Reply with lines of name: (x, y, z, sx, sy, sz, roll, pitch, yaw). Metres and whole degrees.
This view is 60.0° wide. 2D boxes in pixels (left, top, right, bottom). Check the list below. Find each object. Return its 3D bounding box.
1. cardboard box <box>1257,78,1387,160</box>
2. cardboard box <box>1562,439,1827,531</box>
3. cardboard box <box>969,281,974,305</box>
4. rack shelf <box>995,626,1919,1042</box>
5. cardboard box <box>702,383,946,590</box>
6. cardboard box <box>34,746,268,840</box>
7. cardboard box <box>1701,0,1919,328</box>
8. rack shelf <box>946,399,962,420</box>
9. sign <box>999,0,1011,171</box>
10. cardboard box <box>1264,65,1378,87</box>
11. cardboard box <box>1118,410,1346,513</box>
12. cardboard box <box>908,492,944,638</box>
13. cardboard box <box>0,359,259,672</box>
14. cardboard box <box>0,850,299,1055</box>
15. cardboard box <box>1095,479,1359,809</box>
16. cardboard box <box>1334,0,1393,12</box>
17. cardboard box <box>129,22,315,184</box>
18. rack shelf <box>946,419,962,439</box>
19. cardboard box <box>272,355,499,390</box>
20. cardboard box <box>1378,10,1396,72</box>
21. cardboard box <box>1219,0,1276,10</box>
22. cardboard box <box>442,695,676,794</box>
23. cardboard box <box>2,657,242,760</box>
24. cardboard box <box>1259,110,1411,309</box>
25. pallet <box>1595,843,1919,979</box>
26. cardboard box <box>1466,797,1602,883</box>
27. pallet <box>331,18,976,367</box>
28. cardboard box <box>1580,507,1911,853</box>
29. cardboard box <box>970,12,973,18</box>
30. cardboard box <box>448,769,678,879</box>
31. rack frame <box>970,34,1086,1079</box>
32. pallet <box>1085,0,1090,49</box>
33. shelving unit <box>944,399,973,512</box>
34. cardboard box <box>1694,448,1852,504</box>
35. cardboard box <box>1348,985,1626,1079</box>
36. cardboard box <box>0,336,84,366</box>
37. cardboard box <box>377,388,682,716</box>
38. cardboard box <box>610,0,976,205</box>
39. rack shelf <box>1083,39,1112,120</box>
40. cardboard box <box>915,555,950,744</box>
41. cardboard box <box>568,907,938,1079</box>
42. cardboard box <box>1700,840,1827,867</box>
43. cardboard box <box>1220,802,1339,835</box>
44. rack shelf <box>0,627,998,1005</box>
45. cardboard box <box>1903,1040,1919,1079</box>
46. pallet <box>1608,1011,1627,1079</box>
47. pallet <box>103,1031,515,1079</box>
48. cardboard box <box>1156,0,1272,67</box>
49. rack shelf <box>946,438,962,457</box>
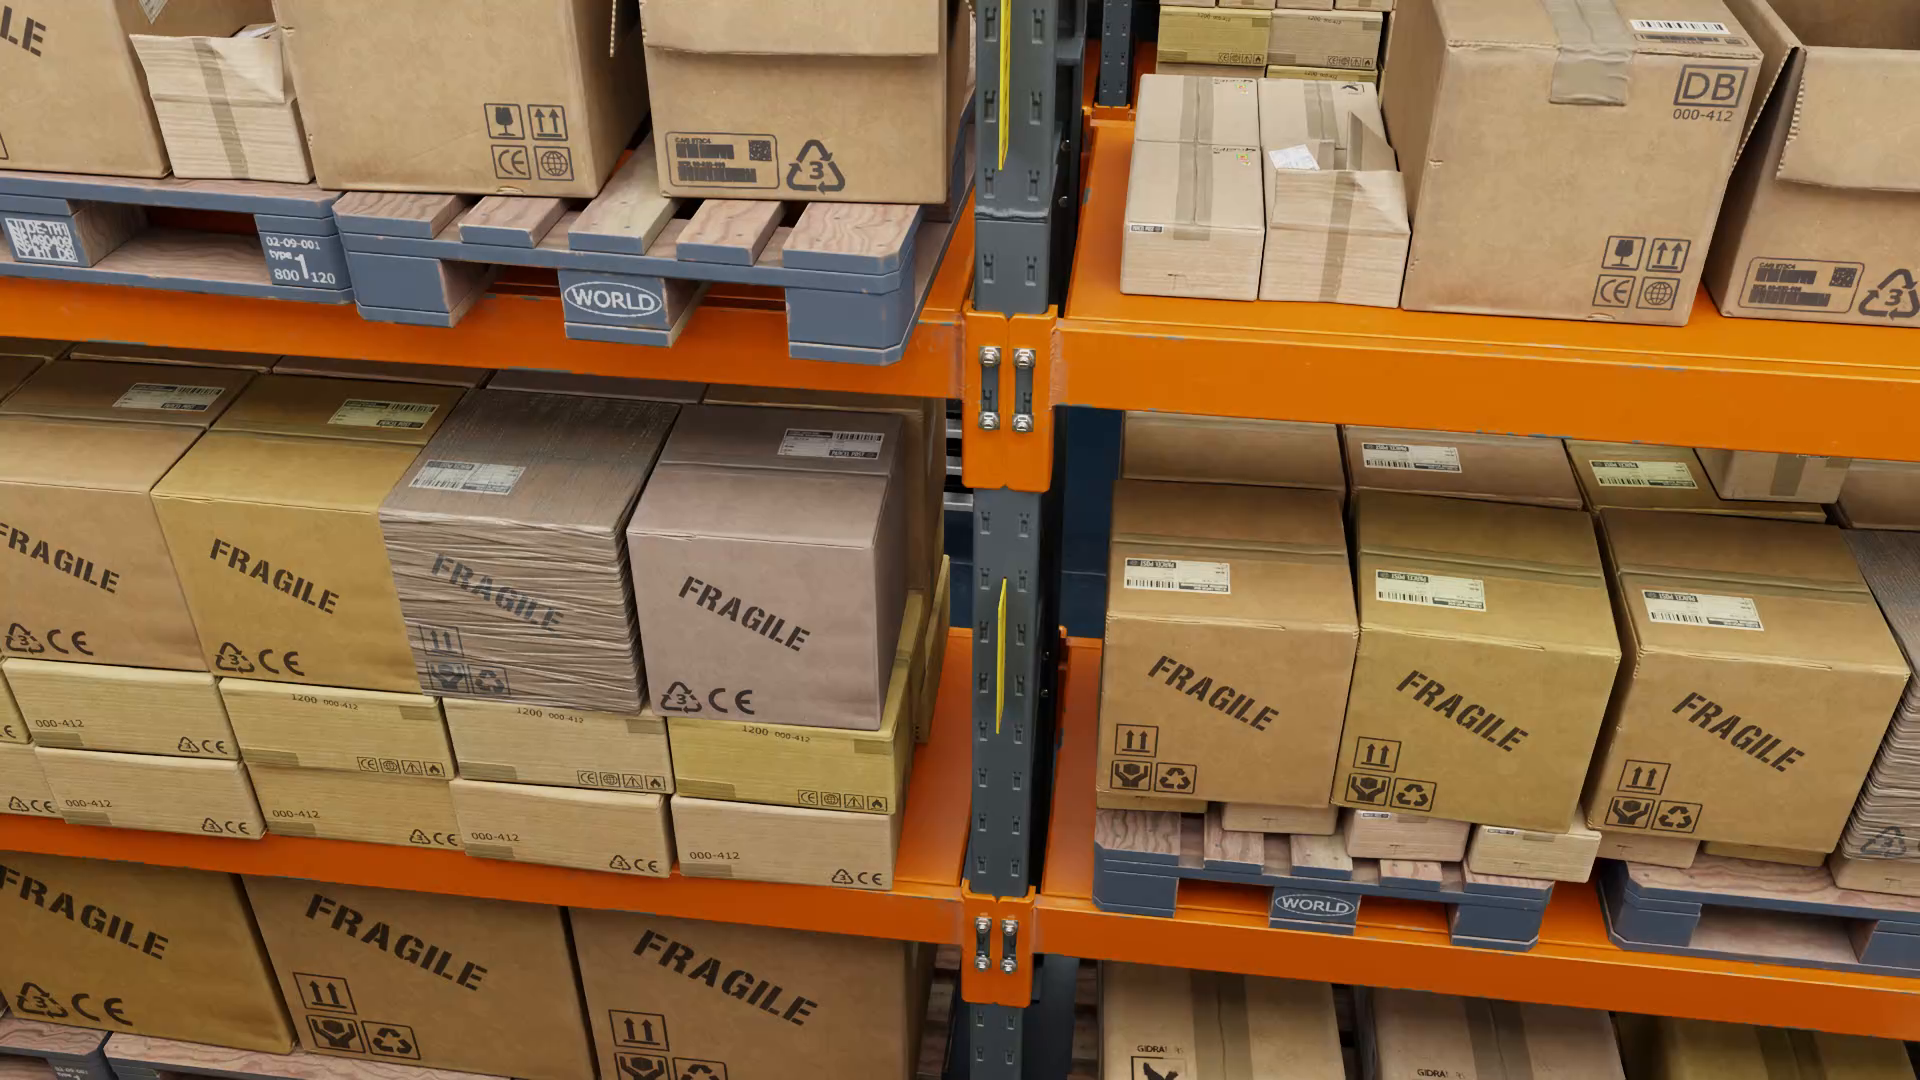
cardboard box: (0.737, -0.815, 3.444, 0.250, 0.149, 0.380, 4, 36, 6)
cardboard box: (1.651, -0.003, 3.969, 0.500, 0.500, 0.500, 2, 36, 3)
cardboard box: (0.332, -1.534, 8.607, 0.500, 0.500, 0.500, 5, 36, 7)
rack shelf: (2.134, 0.828, 4.127, 4.000, 0.370, 1.077, 4, 36, 6)
cardboard box: (-0.308, -0.238, 4.054, 0.500, 0.500, 0.500, 3, 36, 4)
cardboard box: (-1.900, 0.464, 4.147, 0.500, 0.250, 0.500, 4, 36, 5)
cardboard box: (1.667, -0.779, 3.089, 0.637, 0.503, 0.797, 4, 36, 6)
rack shelf: (-0.008, -0.560, 6.852, 0.200, 0.077, 0.258, 4, 36, 6)
sign: (0.071, -0.757, 2.633, 0.005, 0.325, 0.100, 4, 36, 6)
cardboard box: (1.686, -2.198, 7.877, 0.500, 0.250, 0.500, 4, 36, 5)
cardboard box: (0.637, -0.072, 4.065, 0.500, 0.500, 0.500, 3, 36, 5)
cardboard box: (-0.321, 0.065, 4.276, 0.500, 0.250, 0.500, 4, 36, 6)
cardboard box: (-1.899, -0.063, 3.810, 0.500, 0.500, 0.500, 4, 36, 5)
cardboard box: (-2.295, 0.847, 4.948, 0.875, 0.875, 0.875, 5, 36, 7)
cardboard box: (0.567, 0.221, 3.654, 0.500, 0.500, 0.500, 3, 36, 5)
cardboard box: (1.841, -2.549, 7.595, 0.250, 0.149, 0.380, 5, 36, 6)
cardboard box: (-1.260, -0.850, 3.031, 0.258, 0.266, 0.396, 3, 36, 5)
rack shelf: (-0.008, -0.486, 6.904, 0.200, 0.077, 0.258, 4, 36, 6)
cardboard box: (-1.312, -0.316, 4.164, 0.500, 0.500, 0.500, 5, 36, 7)
cardboard box: (2.201, -2.355, 7.666, 0.500, 0.250, 0.500, 3, 36, 5)
cardboard box: (1.322, -2.565, 7.618, 0.250, 0.149, 0.380, 5, 36, 7)
cardboard box: (-0.872, 0.320, 3.919, 0.500, 0.250, 0.500, 3, 36, 5)
cardboard box: (-1.897, 0.255, 4.009, 0.500, 0.250, 0.500, 3, 36, 5)
cardboard box: (0.694, -0.639, 3.097, 0.258, 0.266, 0.396, 4, 36, 6)
pallet: (2.119, 0.588, 4.009, 1.213, 0.211, 1.003, 4, 36, 6)
cardboard box: (1.261, 0.569, 3.725, 0.250, 0.149, 0.380, 4, 36, 6)
pallet: (-0.495, -0.774, 3.333, 1.003, 0.211, 1.213, 6, 36, 8)
cardboard box: (1.612, 0.291, 3.556, 0.500, 0.500, 0.500, 5, 36, 7)
cardboard box: (0.078, -2.369, 7.842, 0.250, 0.149, 0.380, 5, 36, 7)
cardboard box: (-0.893, 0.532, 4.052, 0.500, 0.250, 0.500, 5, 36, 7)
rack frame: (0.150, 0.387, 4.125, 0.127, 3.000, 1.000, 4, 36, 6)
pallet: (0.098, -2.405, 8.202, 1.003, 0.211, 1.213, 4, 36, 6)
shelving unit: (-0.008, -0.367, 6.989, 0.210, 0.900, 0.258, 4, 36, 6)
cardboard box: (1.809, -0.251, 3.757, 0.250, 0.149, 0.380, 3, 36, 4)
cardboard box: (1.442, 1.383, 4.630, 0.625, 0.372, 0.950, 4, 36, 5)
cardboard box: (-2.328, -0.385, 4.261, 0.500, 0.500, 0.500, 5, 36, 7)
cardboard box: (-0.906, 0.019, 3.695, 0.500, 0.500, 0.500, 5, 36, 7)
cardboard box: (-0.243, -0.988, 3.019, 0.637, 0.503, 0.797, 2, 36, 3)
rack shelf: (-1.205, -2.328, 8.549, 4.000, 0.370, 1.077, 4, 36, 6)
cardboard box: (-0.303, 0.267, 4.423, 0.500, 0.250, 0.500, 4, 36, 5)
cardboard box: (-0.524, 0.982, 4.759, 0.875, 0.875, 0.875, 4, 36, 6)
cardboard box: (1.795, 0.540, 3.765, 0.250, 0.149, 0.380, 6, 36, 8)
cardboard box: (0.725, 0.490, 3.836, 0.250, 0.149, 0.380, 2, 36, 3)
rack shelf: (-1.833, 0.532, 4.542, 4.000, 0.370, 1.077, 4, 36, 6)
cardboard box: (2.884, 1.493, 4.476, 0.625, 0.372, 0.950, 6, 36, 9)
pallet: (2.132, 1.673, 4.725, 1.213, 0.211, 1.003, 4, 36, 6)
pallet: (-1.829, 1.329, 5.206, 1.213, 0.211, 1.003, 4, 36, 6)
cardboard box: (1.185, -2.427, 7.768, 0.500, 0.250, 0.500, 4, 36, 6)
rack shelf: (-0.008, -0.413, 6.957, 0.200, 0.077, 0.258, 4, 36, 6)
